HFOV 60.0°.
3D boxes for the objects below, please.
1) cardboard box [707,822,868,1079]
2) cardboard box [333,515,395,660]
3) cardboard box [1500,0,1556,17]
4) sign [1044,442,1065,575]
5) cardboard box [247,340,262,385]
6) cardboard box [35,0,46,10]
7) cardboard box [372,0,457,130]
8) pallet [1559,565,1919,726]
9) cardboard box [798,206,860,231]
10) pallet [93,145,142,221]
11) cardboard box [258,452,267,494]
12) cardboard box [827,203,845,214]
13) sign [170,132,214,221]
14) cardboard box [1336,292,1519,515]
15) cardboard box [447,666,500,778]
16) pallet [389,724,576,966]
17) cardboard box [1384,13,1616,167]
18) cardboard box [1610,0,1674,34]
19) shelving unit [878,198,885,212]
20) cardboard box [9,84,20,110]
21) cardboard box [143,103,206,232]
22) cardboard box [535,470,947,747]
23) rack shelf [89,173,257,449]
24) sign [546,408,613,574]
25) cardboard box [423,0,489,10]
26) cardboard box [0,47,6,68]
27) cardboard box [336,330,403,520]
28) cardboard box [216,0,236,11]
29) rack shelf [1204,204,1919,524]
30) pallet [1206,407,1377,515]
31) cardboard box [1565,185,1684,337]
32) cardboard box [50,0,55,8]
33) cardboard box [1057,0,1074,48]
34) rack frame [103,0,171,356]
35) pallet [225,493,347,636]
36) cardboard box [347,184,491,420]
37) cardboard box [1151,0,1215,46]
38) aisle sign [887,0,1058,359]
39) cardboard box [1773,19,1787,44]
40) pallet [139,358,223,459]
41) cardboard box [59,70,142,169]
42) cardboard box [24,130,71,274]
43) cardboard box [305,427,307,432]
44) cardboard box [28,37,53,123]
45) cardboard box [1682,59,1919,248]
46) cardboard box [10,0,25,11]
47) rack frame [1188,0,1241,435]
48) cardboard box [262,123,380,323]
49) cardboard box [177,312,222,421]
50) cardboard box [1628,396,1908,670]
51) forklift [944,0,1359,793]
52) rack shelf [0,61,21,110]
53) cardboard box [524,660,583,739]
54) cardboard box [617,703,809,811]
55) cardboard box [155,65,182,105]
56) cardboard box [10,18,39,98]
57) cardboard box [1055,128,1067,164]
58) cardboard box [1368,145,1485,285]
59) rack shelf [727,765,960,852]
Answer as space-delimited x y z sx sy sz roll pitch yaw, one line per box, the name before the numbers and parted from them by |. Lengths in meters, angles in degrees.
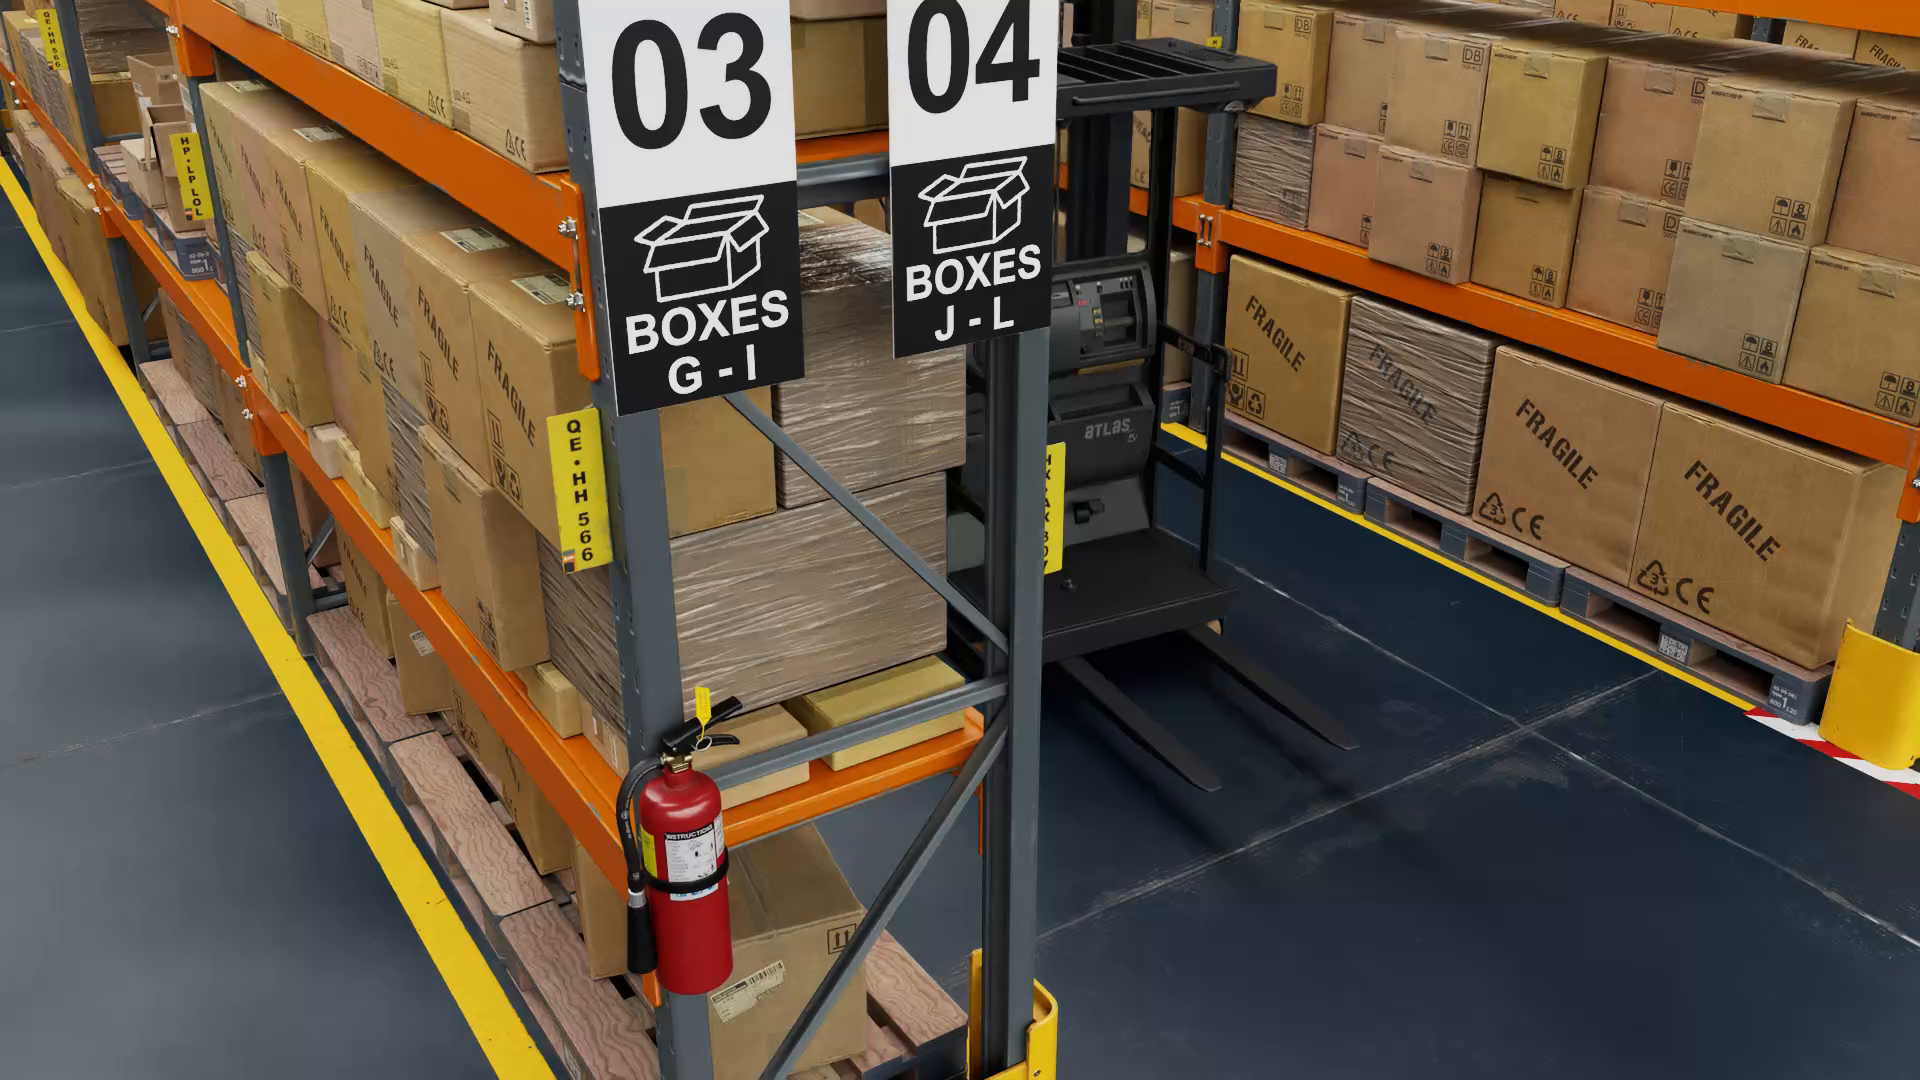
cardboard box | -0.582 1.165 4.705 0.500 0.500 0.500 -10 27 -20
cardboard box | -2.254 0.114 6.931 0.500 0.500 0.500 -17 30 -31
cardboard box | 4.584 -4.320 12.930 0.500 0.500 0.500 -17 30 -31
sign | 0.199 -0.066 3.863 0.100 0.325 0.005 -16 29 -30
cardboard box | -2.574 -0.718 6.552 0.380 0.149 0.250 -16 29 -30
cardboard box | -6.086 -3.865 11.630 0.797 0.503 0.637 -15 29 -29
cardboard box | -1.007 -1.128 3.788 0.500 0.250 0.500 -15 29 -29
pallet | 3.453 0.325 7.314 1.003 0.211 1.213 -16 29 -30
cardboard box | -0.595 -0.621 4.415 0.500 0.500 0.500 -16 29 -30
pallet | -4.145 -2.093 9.394 1.213 0.211 1.003 -16 29 -30
cardboard box | -3.001 -0.447 8.096 0.700 0.500 0.500 -16 29 -30
cardboard box | -0.990 -2.763 13.026 0.500 0.500 0.500 -16 29 -30
sign | -2.902 -1.372 6.286 0.100 0.325 0.005 -16 29 -30
cardboard box | 2.552 -0.765 8.354 0.875 0.875 0.875 -15 29 -29
cardboard box | -1.531 0.521 6.070 0.500 0.500 0.500 -19 31 -34
pallet | -1.373 0.951 5.989 1.003 0.211 1.213 -16 29 -30
cardboard box | 2.522 -2.120 7.787 0.875 0.550 0.550 -16 29 -30
cardboard box | 5.148 -3.947 12.140 0.500 0.500 0.500 -15 29 -29
shelving unit | 4.630 -3.909 10.386 11.925 5.092 1.531 -12 28 -24
cardboard box | -8.077 -3.964 15.131 0.875 0.875 0.875 -16 29 -30
cardboard box | -3.463 -1.814 7.966 0.797 0.503 0.637 -12 28 -24
cardboard box | -0.533 0.069 4.125 0.875 0.500 0.500 -16 29 -30
rack shelf | -3.531 -1.369 8.479 1.077 0.370 4.000 -16 29 -30
sign | -0.732 -0.093 3.206 0.100 0.325 0.005 -16 29 -30
cardboard box | -0.954 -1.237 3.551 0.380 0.149 0.250 -17 30 -32
cardboard box | -7.388 -3.852 13.190 0.380 0.149 0.250 -15 29 -29
cardboard box | -1.505 -0.450 5.397 0.875 0.649 0.860 -16 29 -30
cardboard box | -2.115 -1.859 5.336 0.500 0.250 0.500 -16 30 -30
rack shelf | 2.863 -1.058 7.820 1.077 0.370 4.000 -16 29 -30
pallet | 2.121 -0.548 9.163 1.003 0.211 1.213 -16 29 -30
cardboard box | 3.196 -1.279 7.270 0.875 0.550 0.550 -16 29 -30
cardboard box | -5.362 -3.408 10.662 0.797 0.503 0.637 -15 29 -28
cardboard box | 0.938 -3.137 10.092 0.700 0.500 0.500 -15 29 -29
rack frame | -4.620 -2.411 9.842 0.949 2.616 0.053 -16 29 -30
pallet | -2.865 0.004 7.995 1.003 0.211 1.213 -16 29 -30
cardboard box | -1.312 -0.676 4.532 0.500 0.500 0.500 -16 29 -30
cardboard box | 1.496 -2.772 9.321 0.700 0.500 0.500 -16 30 -30
aisle sign | 0.030 -0.772 3.326 0.394 0.787 0.004 -16 29 -30
cardboard box | 5.848 -3.893 12.025 0.500 0.500 0.500 -15 29 -28
pallet | -4.197 -0.869 9.843 1.003 0.211 1.213 -16 29 -30
cardboard box | -5.100 -2.574 10.071 0.500 0.500 0.500 -15 29 -28
cardboard box | -7.353 -3.655 13.757 1.225 1.489 5.750 -17 30 -31
cardboard box | -2.144 -0.456 5.996 0.380 0.149 0.250 -16 29 -30
cardboard box | -5.930 -3.121 11.229 0.500 0.500 0.500 -15 29 -29
cardboard box | 3.408 -1.541 6.560 0.875 0.550 0.550 -16 29 -30
cardboard box | -7.281 -4.348 12.896 0.500 0.500 0.500 -15 29 -28
rack frame | 1.772 -2.099 9.182 1.000 3.000 0.127 -16 29 -30
cardboard box | -1.860 -1.033 5.288 0.500 0.500 0.500 -16 29 -30
cardboard box | -3.927 -1.048 9.369 0.700 0.500 0.500 -18 31 -34
cardboard box | 3.530 -0.124 6.997 0.875 0.875 0.875 -15 29 -29
forklift | 0.490 -0.879 6.678 1.121 2.935 3.031 -12 28 -24
rack shelf | -7.898 -4.230 14.540 1.077 0.370 4.000 -16 29 -30
cardboard box | -0.900 0.344 4.301 0.380 0.149 0.250 -16 29 -30
cardboard box | -0.584 0.511 3.947 0.380 0.149 0.250 -16 29 -30
cardboard box | -3.906 -2.285 8.967 0.700 0.500 0.500 -11 27 -22
cardboard box | -6.490 -3.483 11.998 0.500 0.500 0.500 -15 29 -29
cardboard box | 0.711 -2.630 10.190 0.500 0.500 0.500 -15 29 -29
cardboard box | 2.498 -1.625 8.004 0.875 0.550 0.550 -16 29 -30
rack shelf | -1.347 -0.003 5.418 0.831 0.071 3.687 -16 29 -30
